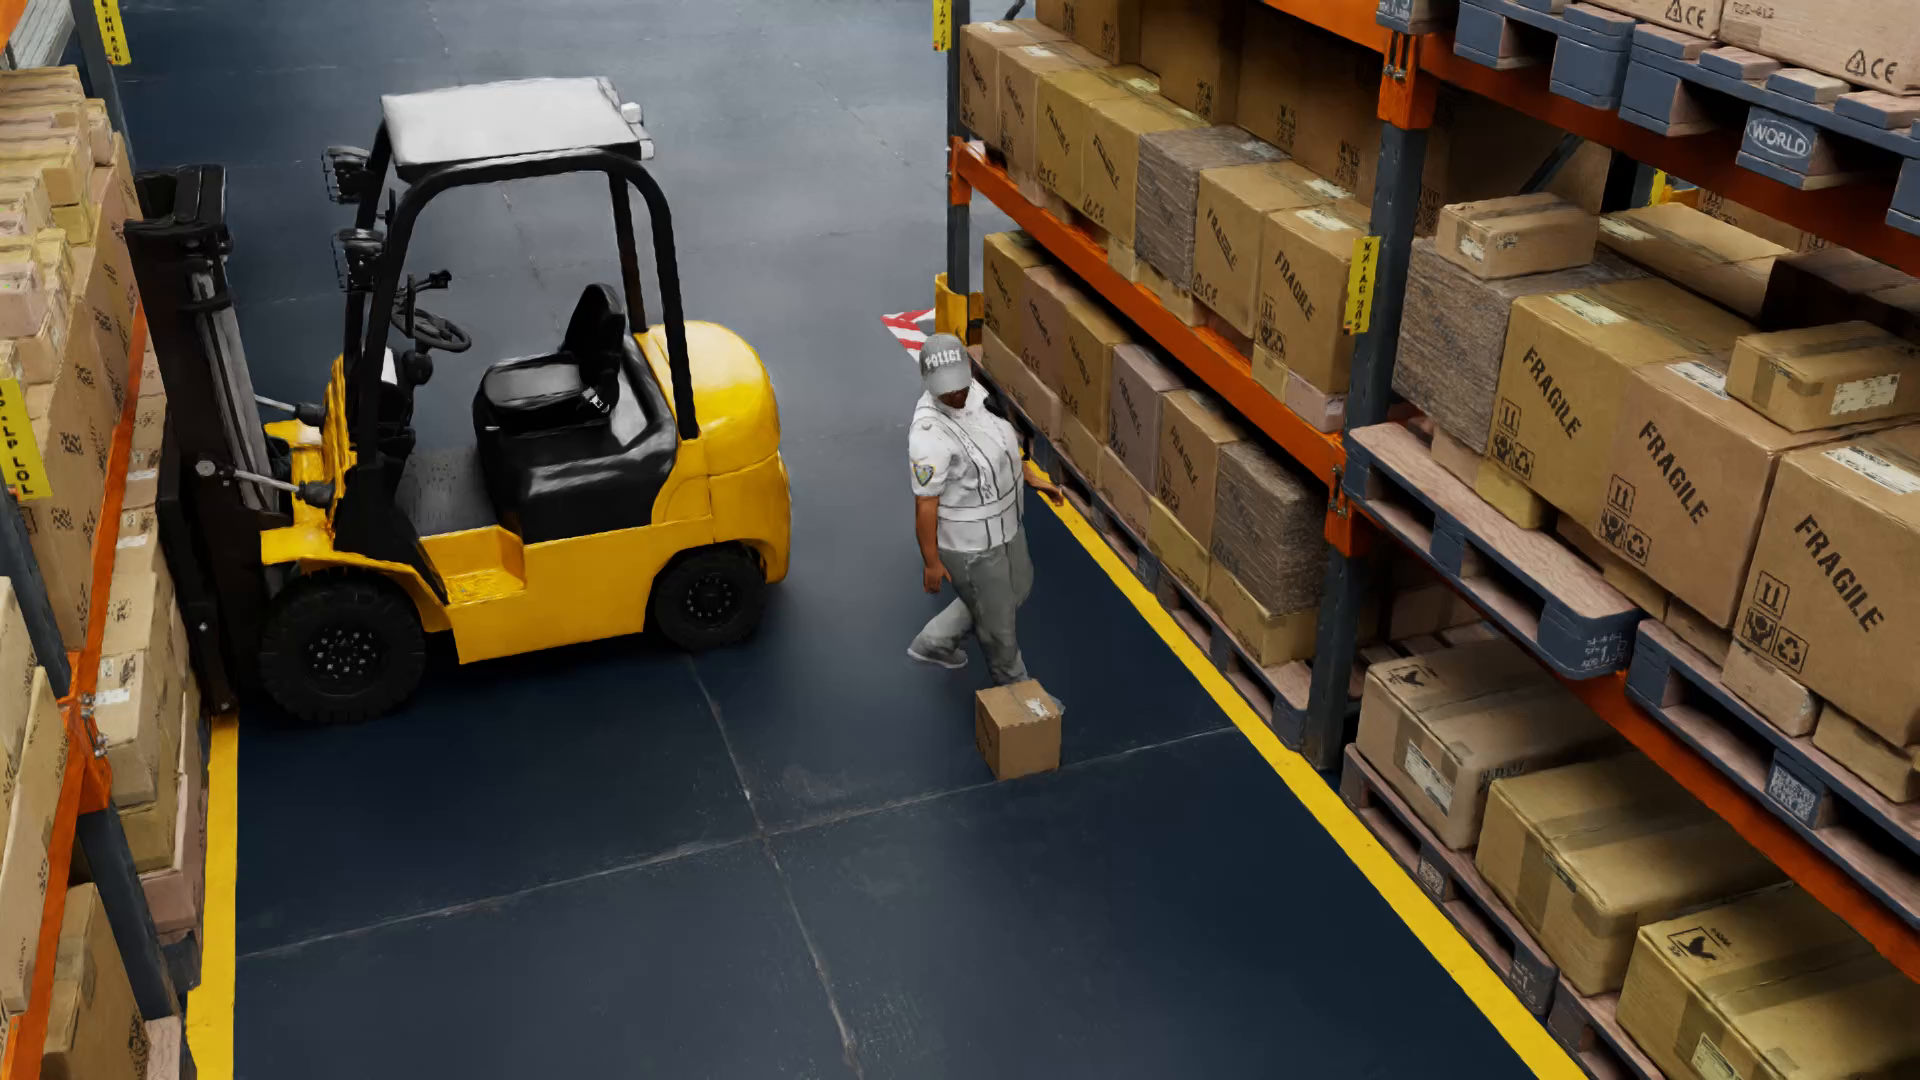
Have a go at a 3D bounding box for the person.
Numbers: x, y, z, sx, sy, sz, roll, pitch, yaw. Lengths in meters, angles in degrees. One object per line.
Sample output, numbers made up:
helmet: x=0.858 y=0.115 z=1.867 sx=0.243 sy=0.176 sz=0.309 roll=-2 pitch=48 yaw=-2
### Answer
person: x=0.098 y=-0.040 z=6.241 sx=0.640 sy=1.641 sz=0.567 roll=6 pitch=31 yaw=11
